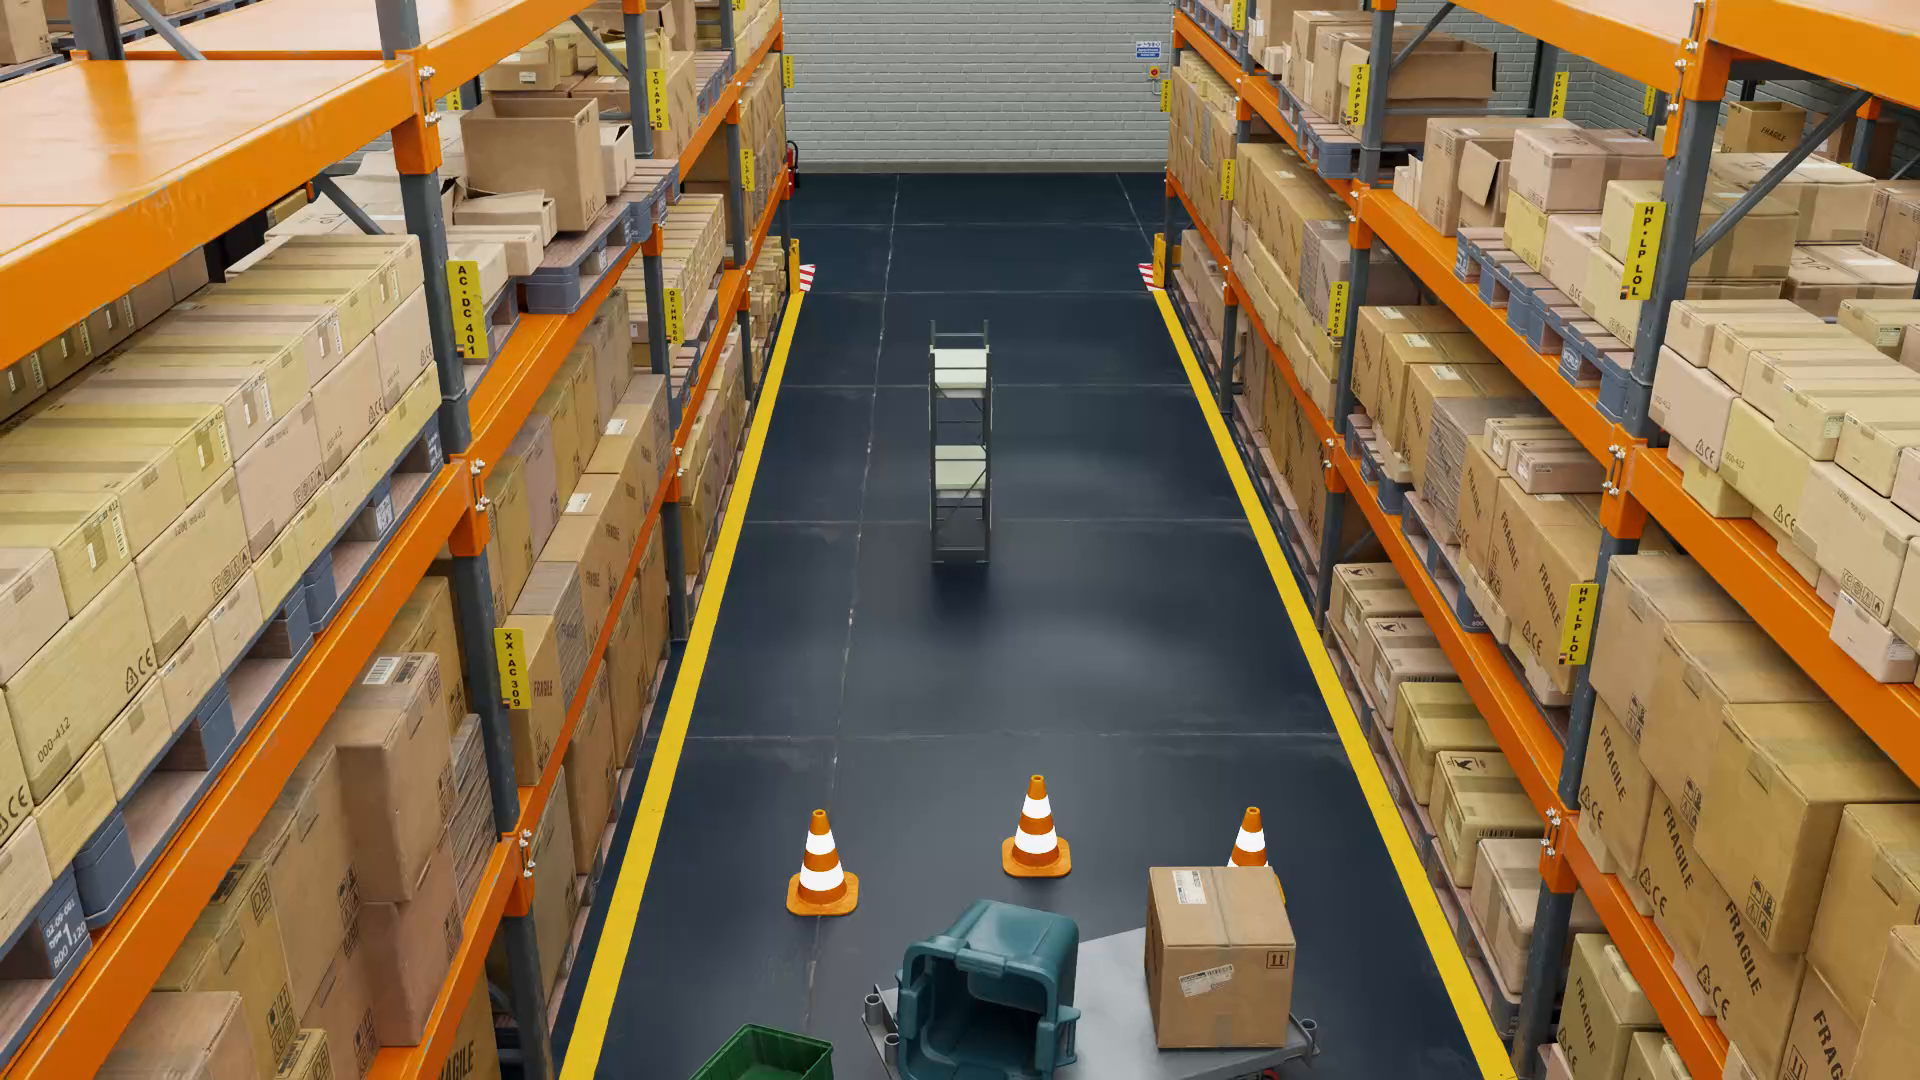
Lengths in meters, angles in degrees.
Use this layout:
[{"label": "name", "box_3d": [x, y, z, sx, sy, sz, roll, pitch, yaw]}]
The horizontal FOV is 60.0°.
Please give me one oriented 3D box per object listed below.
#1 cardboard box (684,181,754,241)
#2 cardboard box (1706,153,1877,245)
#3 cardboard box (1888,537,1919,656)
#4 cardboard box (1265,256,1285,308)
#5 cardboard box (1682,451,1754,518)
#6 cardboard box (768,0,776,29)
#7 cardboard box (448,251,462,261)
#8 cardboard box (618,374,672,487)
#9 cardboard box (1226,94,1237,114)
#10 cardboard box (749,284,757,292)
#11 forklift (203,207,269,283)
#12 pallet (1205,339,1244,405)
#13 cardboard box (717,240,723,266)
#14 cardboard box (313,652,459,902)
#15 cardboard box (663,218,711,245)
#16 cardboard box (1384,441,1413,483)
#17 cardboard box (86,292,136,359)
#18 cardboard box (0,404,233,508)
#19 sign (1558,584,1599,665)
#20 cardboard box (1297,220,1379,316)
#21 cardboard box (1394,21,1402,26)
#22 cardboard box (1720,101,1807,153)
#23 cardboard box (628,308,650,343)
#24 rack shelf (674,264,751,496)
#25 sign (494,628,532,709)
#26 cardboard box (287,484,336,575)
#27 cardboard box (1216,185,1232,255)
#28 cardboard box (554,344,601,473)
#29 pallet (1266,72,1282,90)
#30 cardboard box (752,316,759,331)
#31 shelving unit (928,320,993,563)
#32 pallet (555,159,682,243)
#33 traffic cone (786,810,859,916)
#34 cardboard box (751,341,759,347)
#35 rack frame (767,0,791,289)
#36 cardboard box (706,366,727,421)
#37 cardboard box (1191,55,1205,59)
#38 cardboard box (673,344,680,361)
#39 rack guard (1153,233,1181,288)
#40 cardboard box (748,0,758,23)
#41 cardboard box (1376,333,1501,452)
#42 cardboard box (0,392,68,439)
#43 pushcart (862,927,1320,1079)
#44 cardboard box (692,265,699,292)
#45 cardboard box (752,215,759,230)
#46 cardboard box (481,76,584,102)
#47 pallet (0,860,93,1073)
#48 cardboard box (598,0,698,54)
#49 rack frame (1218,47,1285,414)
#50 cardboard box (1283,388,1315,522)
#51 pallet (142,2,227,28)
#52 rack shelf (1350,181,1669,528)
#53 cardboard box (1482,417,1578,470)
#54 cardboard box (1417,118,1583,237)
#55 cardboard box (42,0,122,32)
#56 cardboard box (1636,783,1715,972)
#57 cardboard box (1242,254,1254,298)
[{"label": "cardboard box", "box_3d": [-1.994, -2.788, 13.792, 0.500, 0.500, 0.500, -1, 24, -2]}, {"label": "cardboard box", "box_3d": [3.174, -1.335, 6.487, 0.500, 0.250, 0.500, -1, 24, -2]}, {"label": "cardboard box", "box_3d": [2.541, 0.206, 3.835, 0.500, 0.250, 0.500, 0, 24, 0]}, {"label": "cardboard box", "box_3d": [2.451, -1.811, 11.690, 0.500, 0.250, 0.500, -1, 24, -2]}, {"label": "cardboard box", "box_3d": [2.498, -0.184, 5.181, 0.380, 0.149, 0.250, 0, 24, -1]}, {"label": "cardboard box", "box_3d": [-2.002, -4.952, 15.601, 0.500, 0.250, 0.500, 0, 24, 0]}, {"label": "cardboard box", "box_3d": [-1.910, -0.898, 5.987, 0.258, 0.266, 0.396, -1, 24, -1]}, {"label": "cardboard box", "box_3d": [-1.924, -0.615, 9.348, 0.500, 0.500, 0.500, 0, 24, -1]}, {"label": "cardboard box", "box_3d": [2.478, -3.704, 14.178, 0.380, 0.149, 0.250, 0, 24, -1]}, {"label": "cardboard box", "box_3d": [-2.065, -2.250, 15.314, 0.380, 0.149, 0.250, -1, 24, -3]}, {"label": "forklift", "box_3d": [-5.104, -1.066, 10.551, 1.130, 2.935, 3.031, 21, 32, 39]}, {"label": "pallet", "box_3d": [2.778, -1.509, 14.830, 1.003, 0.211, 1.213, 0, 24, -1]}, {"label": "cardboard box", "box_3d": [-2.035, -2.209, 12.789, 0.380, 0.149, 0.250, 0, 24, 0]}, {"label": "cardboard box", "box_3d": [-2.062, 0.713, 5.042, 0.875, 0.550, 0.550, 0, 24, -1]}, {"label": "cardboard box", "box_3d": [-2.033, -2.260, 12.180, 0.380, 0.149, 0.250, 0, 24, -1]}, {"label": "cardboard box", "box_3d": [2.478, -0.416, 8.826, 0.380, 0.149, 0.250, 0, 24, 0]}, {"label": "cardboard box", "box_3d": [-2.483, -0.597, 4.496, 0.380, 0.149, 0.250, 0, 24, -1]}, {"label": "cardboard box", "box_3d": [-1.814, -0.183, 3.580, 0.380, 0.149, 0.250, 0, 24, 0]}, {"label": "sign", "box_3d": [2.240, 0.307, 6.026, 0.100, 0.325, 0.005, 0, 24, -1]}, {"label": "cardboard box", "box_3d": [2.470, -1.742, 10.626, 0.500, 0.500, 0.500, 0, 24, 0]}, {"label": "cardboard box", "box_3d": [2.927, -3.621, 12.074, 0.500, 0.311, 0.500, 0, 24, -1]}, {"label": "cardboard box", "box_3d": [7.380, -3.740, 15.291, 0.500, 0.500, 0.500, 0, 24, 1]}, {"label": "cardboard box", "box_3d": [-2.009, -1.295, 10.046, 0.380, 0.149, 0.250, 0, 24, 0]}, {"label": "rack shelf", "box_3d": [-2.219, -1.250, 11.746, 1.077, 0.370, 4.000, 0, 24, -1]}, {"label": "sign", "box_3d": [-1.599, 0.461, 5.944, 0.100, 0.325, 0.005, 0, 24, -1]}, {"label": "cardboard box", "box_3d": [-1.819, -0.027, 4.204, 0.380, 0.149, 0.250, 0, 24, 0]}, {"label": "cardboard box", "box_3d": [2.447, -2.701, 13.961, 0.500, 0.500, 0.500, 0, 24, 0]}, {"label": "cardboard box", "box_3d": [-2.188, -0.650, 8.212, 0.700, 0.500, 0.500, -1, 24, -1]}, {"label": "pallet", "box_3d": [2.767, -3.368, 12.148, 0.805, 0.209, 1.217, -1, 24, -3]}, {"label": "cardboard box", "box_3d": [-2.036, -2.009, 15.142, 0.380, 0.149, 0.250, 1, 24, 2]}, {"label": "shelving unit", "box_3d": [0.000, -0.681, 11.435, 0.431, 1.500, 0.755, 0, 24, -1]}, {"label": "pallet", "box_3d": [-2.137, -1.769, 8.611, 1.213, 0.211, 1.003, 1, 24, 2]}, {"label": "traffic cone", "box_3d": [-0.658, 1.491, 7.891, 0.336, 0.463, 0.334, 0, 24, -1]}, {"label": "cardboard box", "box_3d": [-1.981, -1.658, 14.725, 0.380, 0.149, 0.250, 0, 24, -1]}, {"label": "rack frame", "box_3d": [-2.284, -4.050, 17.065, 1.000, 3.000, 0.127, 0, 24, -1]}, {"label": "cardboard box", "box_3d": [-1.968, -1.060, 12.068, 0.500, 0.250, 0.500, -1, 24, -3]}, {"label": "cardboard box", "box_3d": [2.465, -4.655, 16.281, 0.380, 0.149, 0.250, 0, 24, 1]}, {"label": "cardboard box", "box_3d": [-2.006, -1.237, 10.641, 0.380, 0.149, 0.250, 1, 24, 2]}, {"label": "rack guard", "box_3d": [2.664, -2.985, 17.743, 1.175, 0.500, 0.348, 0, 24, -1]}, {"label": "cardboard box", "box_3d": [-1.998, -4.540, 14.084, 0.500, 0.250, 0.500, 0, 24, 0]}, {"label": "cardboard box", "box_3d": [2.538, -0.789, 8.862, 0.500, 0.500, 0.500, 1, 24, 2]}, {"label": "cardboard box", "box_3d": [-2.415, -0.158, 4.008, 0.500, 0.250, 0.500, -1, 24, -1]}, {"label": "pushcart", "box_3d": [0.516, 2.056, 6.745, 1.648, 0.377, 0.936, -9, 26, -19]}, {"label": "cardboard box", "box_3d": [-2.024, -1.808, 11.541, 0.380, 0.149, 0.250, 1, 24, 1]}, {"label": "cardboard box", "box_3d": [-1.984, -2.837, 14.689, 0.380, 0.149, 0.250, 0, 24, 0]}, {"label": "cardboard box", "box_3d": [-2.457, -2.400, 9.655, 0.500, 0.500, 0.500, 0, 24, -1]}, {"label": "pallet", "box_3d": [-2.128, 0.911, 2.563, 1.003, 0.211, 1.213, 0, 24, -1]}, {"label": "cardboard box", "box_3d": [-2.347, -3.849, 12.349, 0.700, 0.500, 0.500, 0, 24, 0]}, {"label": "rack frame", "box_3d": [2.708, -2.466, 13.562, 1.000, 3.000, 0.127, 0, 24, -1]}, {"label": "cardboard box", "box_3d": [2.821, -0.693, 11.711, 0.875, 0.875, 0.875, 0, 24, 0]}, {"label": "pallet", "box_3d": [-7.210, -4.586, 14.718, 1.003, 0.211, 1.213, 0, 24, -1]}, {"label": "rack shelf", "box_3d": [2.773, -1.032, 7.625, 1.077, 0.370, 4.000, 0, 24, -1]}, {"label": "cardboard box", "box_3d": [2.517, -0.423, 7.267, 0.380, 0.149, 0.250, -1, 24, -3]}, {"label": "cardboard box", "box_3d": [2.752, -1.839, 8.415, 0.700, 0.500, 0.500, 0, 24, -1]}, {"label": "cardboard box", "box_3d": [-7.270, -4.392, 13.430, 0.700, 0.500, 0.500, -2, 24, -4]}, {"label": "cardboard box", "box_3d": [2.550, 1.039, 5.330, 0.500, 0.500, 0.500, 0, 24, -1]}, {"label": "cardboard box", "box_3d": [2.456, -2.002, 12.718, 0.500, 0.250, 0.500, -1, 24, -2]}]
